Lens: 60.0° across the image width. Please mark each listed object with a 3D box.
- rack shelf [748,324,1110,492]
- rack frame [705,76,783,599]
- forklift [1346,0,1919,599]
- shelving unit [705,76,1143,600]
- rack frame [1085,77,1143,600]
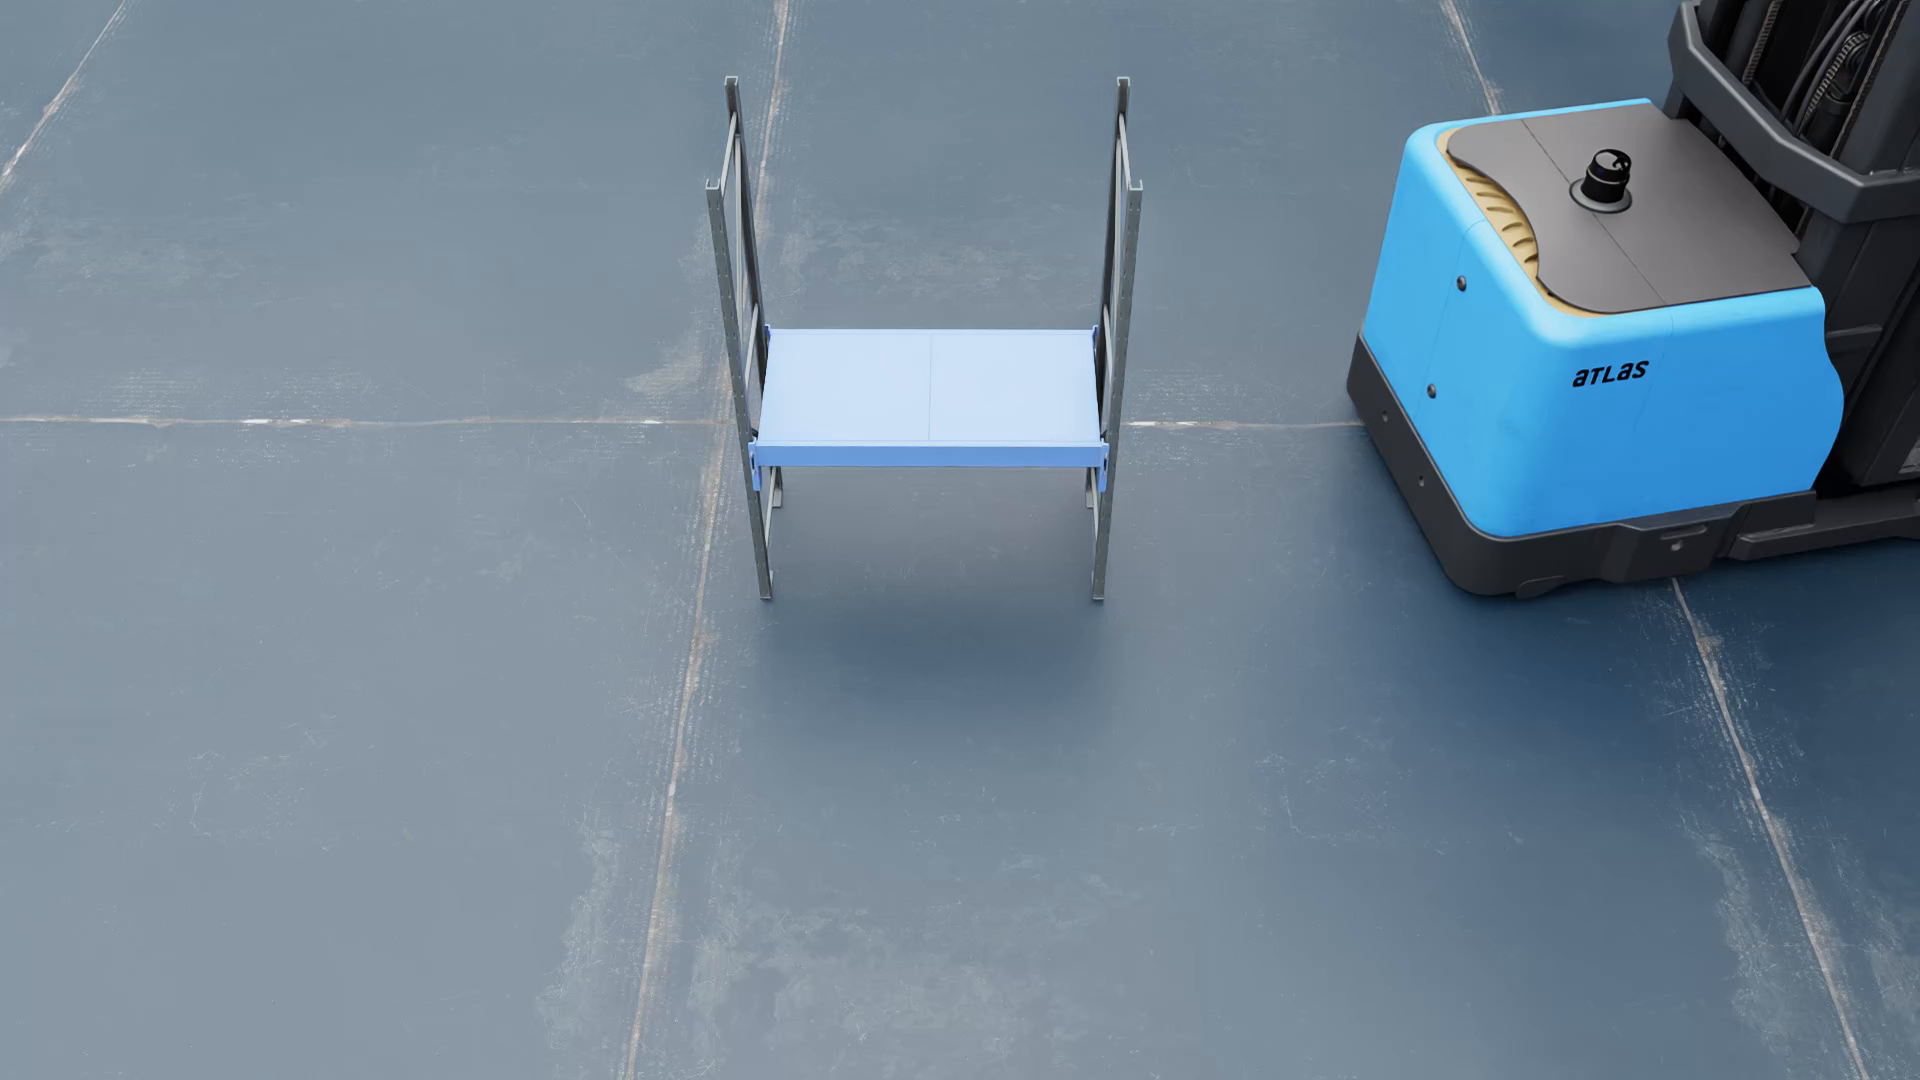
[{"bbox_3d":[-0.085,-0.389,4.833,1.000,0.185,0.538,0,47,0],"label":"rack shelf"},{"bbox_3d":[-0.594,-0.513,4.703,0.032,1.500,0.500,0,47,0],"label":"rack frame"},{"bbox_3d":[2.878,-1.370,4.523,3.031,2.935,1.130,-9,48,-8],"label":"forklift"},{"bbox_3d":[-0.085,-0.511,4.701,1.048,1.500,0.538,0,47,0],"label":"shelving unit"},{"bbox_3d":[0.423,-0.510,4.700,0.032,1.500,0.500,0,47,0],"label":"rack frame"}]
